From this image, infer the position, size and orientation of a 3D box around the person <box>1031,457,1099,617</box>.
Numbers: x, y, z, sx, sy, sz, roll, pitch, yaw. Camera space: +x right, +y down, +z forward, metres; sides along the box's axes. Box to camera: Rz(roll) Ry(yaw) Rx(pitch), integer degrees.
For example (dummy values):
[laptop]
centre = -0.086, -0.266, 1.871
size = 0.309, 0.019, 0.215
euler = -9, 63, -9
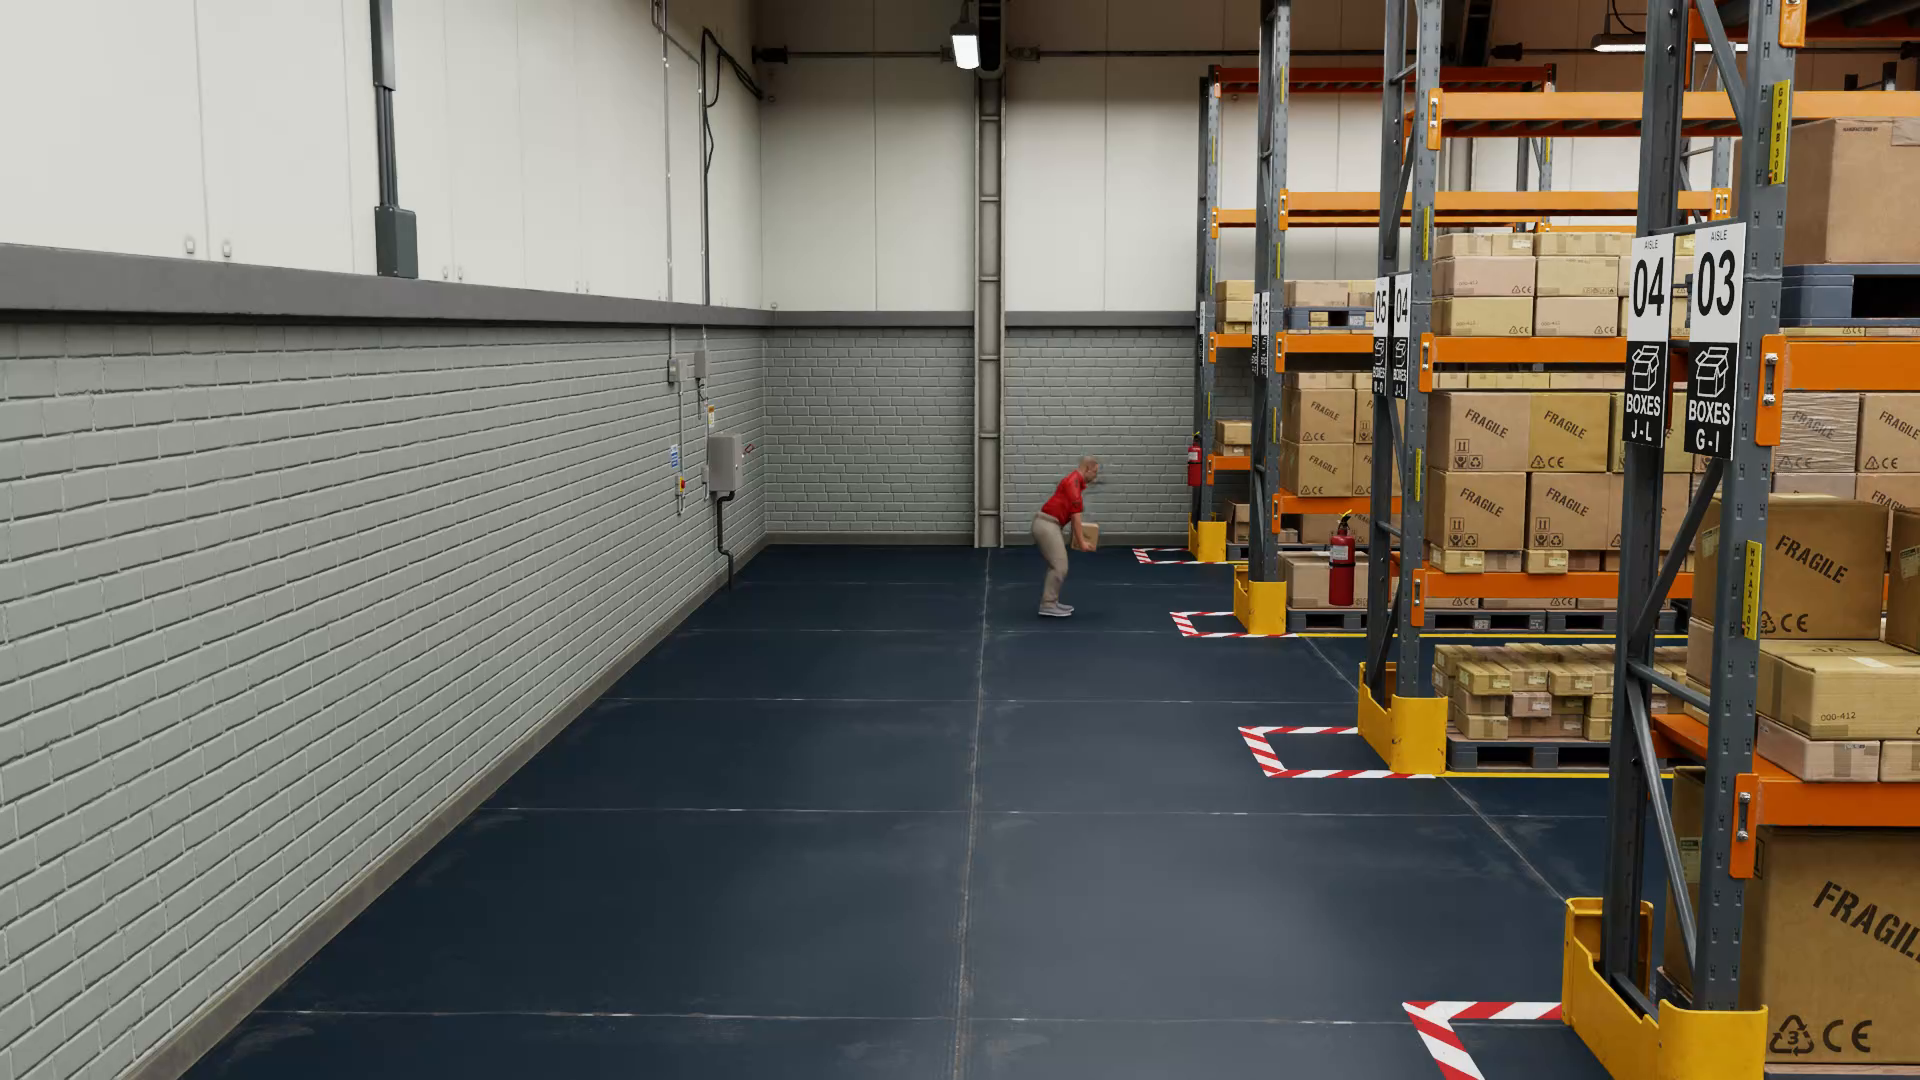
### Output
[person]
centre = 1.052, -0.041, 16.726
size = 0.675, 1.595, 0.487
euler = 0, 7, 0
